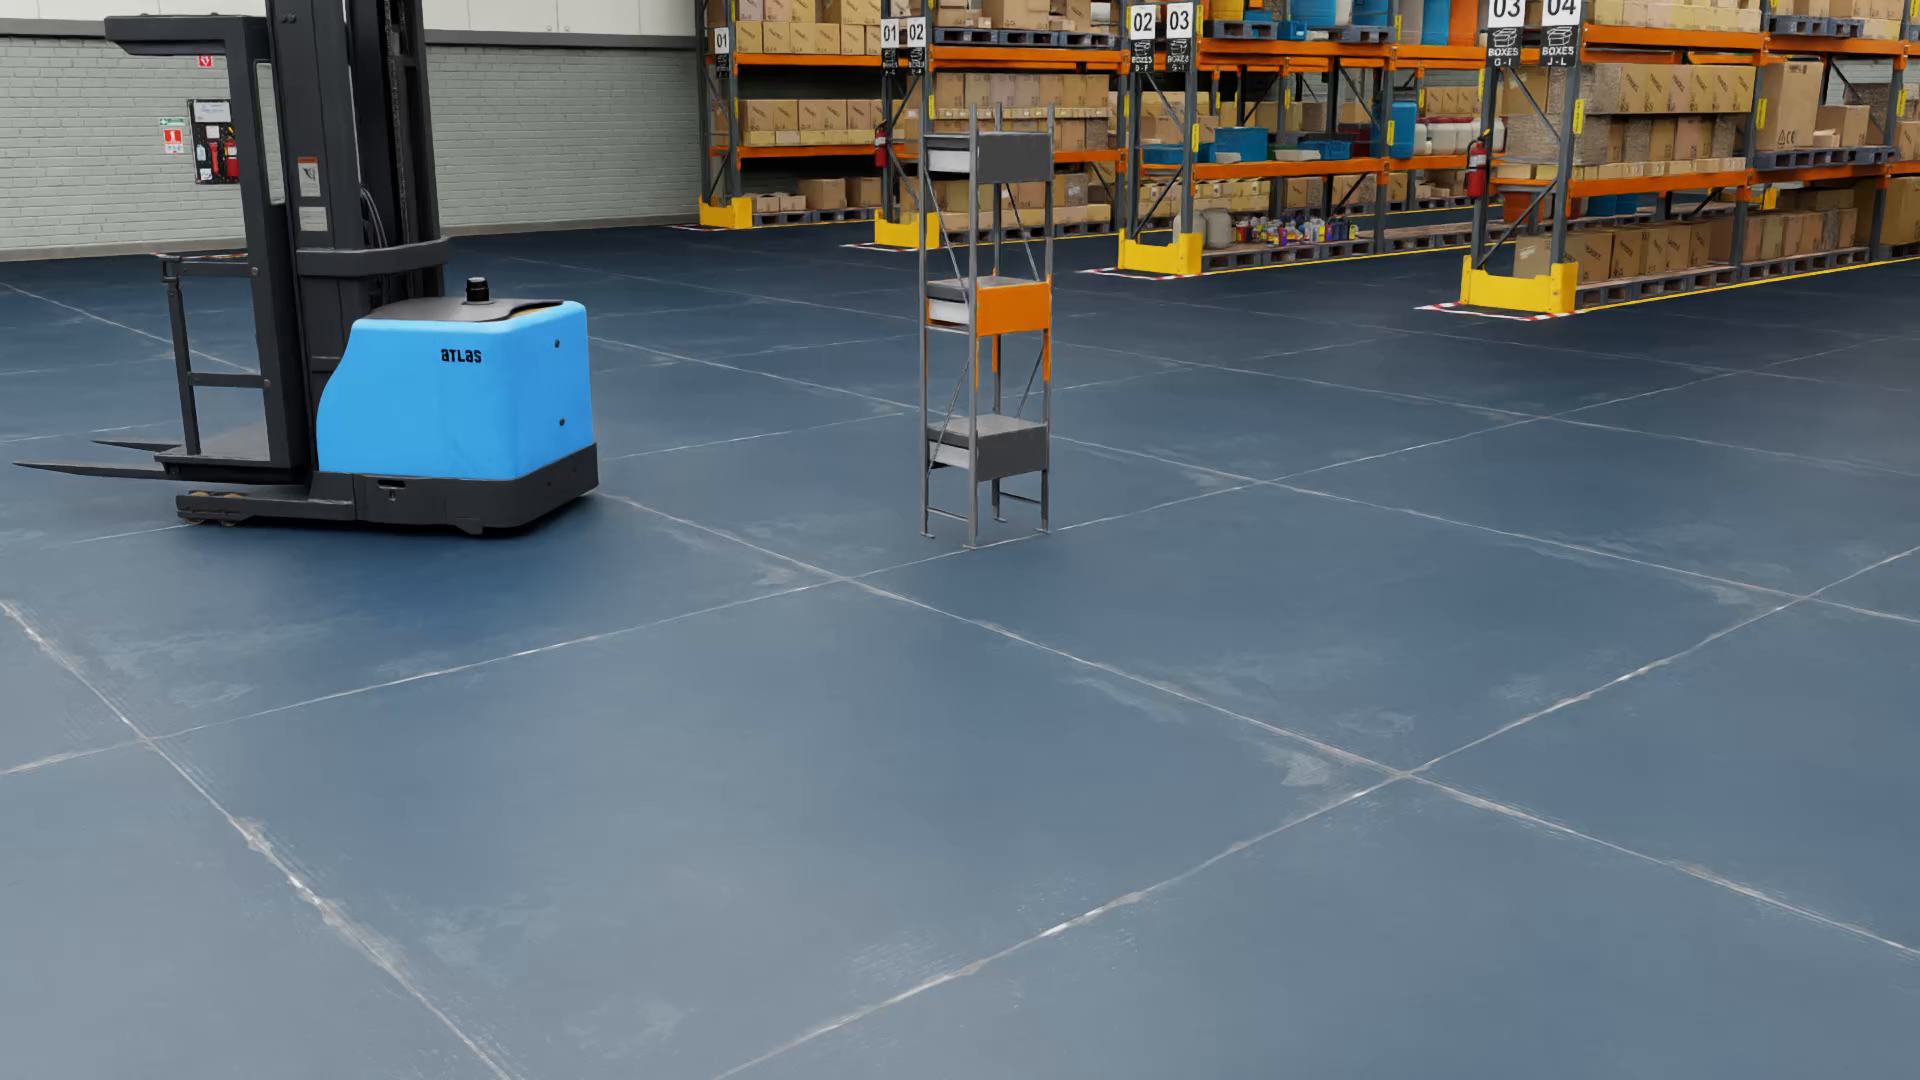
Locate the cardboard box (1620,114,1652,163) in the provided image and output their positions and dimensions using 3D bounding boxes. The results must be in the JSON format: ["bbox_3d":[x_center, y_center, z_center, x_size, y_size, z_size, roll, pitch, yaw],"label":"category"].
[{"bbox_3d":[6.871,-4.325,17.861,0.500,0.500,0.875,-13,19,-39],"label":"cardboard box"}]

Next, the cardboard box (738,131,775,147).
[{"bbox_3d":[-3.444,-6.712,27.818,0.500,0.250,0.500,-13,20,-41],"label":"cardboard box"}]

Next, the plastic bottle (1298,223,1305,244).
[{"bbox_3d":[4.542,-4.076,22.130,0.097,0.271,0.097,0,15,0],"label":"plastic bottle"}]

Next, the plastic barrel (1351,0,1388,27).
[{"bbox_3d":[5.741,-7.323,23.069,0.708,0.901,0.600,-13,19,-39],"label":"plastic barrel"}]

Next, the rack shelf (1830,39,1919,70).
[{"bbox_3d":[13.278,-6.657,22.941,4.000,0.370,1.077,-13,19,-39],"label":"rack shelf"}]

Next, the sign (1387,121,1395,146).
[{"bbox_3d":[5.853,-5.528,22.596,0.005,0.325,0.100,-13,19,-39],"label":"sign"}]

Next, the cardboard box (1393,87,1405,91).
[{"bbox_3d":[8.498,-8.491,32.093,0.500,0.500,0.500,-13,19,-39],"label":"cardboard box"}]

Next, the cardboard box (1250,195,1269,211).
[{"bbox_3d":[5.032,-5.884,28.978,0.500,0.250,0.500,-12,19,-38],"label":"cardboard box"}]

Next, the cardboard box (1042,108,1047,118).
[{"bbox_3d":[1.228,-6.527,25.423,0.250,0.149,0.380,-12,19,-38],"label":"cardboard box"}]

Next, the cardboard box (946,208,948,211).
[{"bbox_3d":[-0.186,-4.900,25.297,0.500,0.250,0.500,-13,19,-39],"label":"cardboard box"}]

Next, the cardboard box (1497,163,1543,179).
[{"bbox_3d":[5.814,-3.828,17.257,0.250,0.149,0.380,-13,19,-39],"label":"cardboard box"}]

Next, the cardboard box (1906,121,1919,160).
[{"bbox_3d":[12.702,-5.382,22.392,0.500,0.500,0.500,-13,20,-41],"label":"cardboard box"}]

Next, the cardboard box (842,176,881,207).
[{"bbox_3d":[-1.760,-6.253,29.839,0.500,0.500,0.500,14,21,43],"label":"cardboard box"}]

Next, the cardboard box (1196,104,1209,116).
[{"bbox_3d":[4.849,-8.861,34.803,0.500,0.500,0.500,-13,20,-40],"label":"cardboard box"}]

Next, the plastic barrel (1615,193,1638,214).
[{"bbox_3d":[11.114,-5.959,27.997,0.708,0.901,0.600,-13,19,-39],"label":"plastic barrel"}]

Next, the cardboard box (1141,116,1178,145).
[{"bbox_3d":[3.239,-6.733,27.449,0.500,0.500,0.500,-11,18,-35],"label":"cardboard box"}]

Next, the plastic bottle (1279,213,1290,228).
[{"bbox_3d":[4.477,-4.348,22.996,0.185,0.351,0.144,-14,20,-42],"label":"plastic bottle"}]

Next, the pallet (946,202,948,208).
[{"bbox_3d":[-0.417,-6.217,31.115,1.213,0.211,1.003,-13,19,-39],"label":"pallet"}]

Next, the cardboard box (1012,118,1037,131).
[{"bbox_3d":[0.761,-6.178,25.373,0.500,0.500,0.700,-12,19,-38],"label":"cardboard box"}]

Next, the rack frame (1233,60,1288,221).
[{"bbox_3d":[5.269,-7.146,29.189,0.127,3.000,1.000,-13,19,-39],"label":"rack frame"}]

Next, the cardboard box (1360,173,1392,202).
[{"bbox_3d":[7.724,-6.607,31.162,0.500,0.500,0.500,-13,19,-39],"label":"cardboard box"}]

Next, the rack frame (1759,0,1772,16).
[{"bbox_3d":[8.752,-7.437,18.656,0.127,3.000,1.000,-13,19,-39],"label":"rack frame"}]

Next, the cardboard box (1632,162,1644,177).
[{"bbox_3d":[7.044,-3.955,17.730,0.250,0.149,0.380,-13,19,-39],"label":"cardboard box"}]

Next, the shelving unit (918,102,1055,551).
[{"bbox_3d":[0.125,-1.042,8.084,0.503,2.100,0.431,-13,19,-39],"label":"shelving unit"}]

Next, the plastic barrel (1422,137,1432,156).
[{"bbox_3d":[6.599,-5.631,23.785,0.301,0.262,0.301,0,15,0],"label":"plastic barrel"}]

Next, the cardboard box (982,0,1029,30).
[{"bbox_3d":[0.666,-7.787,24.497,0.500,0.500,0.500,-13,19,-39],"label":"cardboard box"}]

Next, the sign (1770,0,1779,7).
[{"bbox_3d":[9.114,-6.133,18.585,0.005,0.325,0.100,-13,19,-39],"label":"sign"}]

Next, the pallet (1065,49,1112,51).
[{"bbox_3d":[2.465,-9.587,32.881,1.003,0.211,1.213,-12,19,-37],"label":"pallet"}]

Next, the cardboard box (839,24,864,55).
[{"bbox_3d":[-2.005,-8.621,28.667,0.500,0.500,0.500,-14,20,-41],"label":"cardboard box"}]

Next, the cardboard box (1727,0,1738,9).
[{"bbox_3d":[8.302,-5.910,18.269,0.250,0.149,0.380,-14,20,-42],"label":"cardboard box"}]

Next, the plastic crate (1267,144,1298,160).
[{"bbox_3d":[4.291,-5.226,22.412,0.662,0.188,0.450,-13,19,-39],"label":"plastic crate"}]

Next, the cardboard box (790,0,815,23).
[{"bbox_3d":[-2.780,-8.927,27.874,0.500,0.500,0.500,-12,19,-38],"label":"cardboard box"}]

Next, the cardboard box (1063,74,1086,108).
[{"bbox_3d":[1.541,-6.981,25.864,0.500,0.500,0.700,-13,20,-39],"label":"cardboard box"}]

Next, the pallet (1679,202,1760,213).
[{"bbox_3d":[13.905,-6.057,30.515,1.213,0.211,1.003,-13,19,-39],"label":"pallet"}]

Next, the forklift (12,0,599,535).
[{"bbox_3d":[-3.547,-1.616,8.620,3.031,2.935,1.130,3,15,12],"label":"forklift"}]

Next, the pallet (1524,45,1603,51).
[{"bbox_3d":[9.159,-7.649,25.628,1.213,0.211,1.003,-13,19,-39],"label":"pallet"}]

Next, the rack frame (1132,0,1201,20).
[{"bbox_3d":[2.483,-7.724,19.729,0.127,3.000,1.000,-13,19,-39],"label":"rack frame"}]

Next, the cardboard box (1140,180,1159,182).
[{"bbox_3d":[3.135,-5.911,27.996,0.500,0.311,0.500,-13,20,-40],"label":"cardboard box"}]

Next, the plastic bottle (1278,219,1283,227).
[{"bbox_3d":[4.390,-4.277,22.885,0.097,0.271,0.097,0,15,0],"label":"plastic bottle"}]

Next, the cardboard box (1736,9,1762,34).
[{"bbox_3d":[8.579,-5.788,18.583,0.500,0.250,0.500,-12,19,-37],"label":"cardboard box"}]

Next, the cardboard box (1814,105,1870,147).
[{"bbox_3d":[11.033,-5.254,21.101,0.500,0.500,0.700,-9,18,-31],"label":"cardboard box"}]

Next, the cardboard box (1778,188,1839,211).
[{"bbox_3d":[10.890,-4.372,21.345,0.500,0.250,0.500,-10,18,-33],"label":"cardboard box"}]

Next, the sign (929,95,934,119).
[{"bbox_3d":[-0.406,-6.138,23.585,0.005,0.325,0.100,-13,19,-39],"label":"sign"}]

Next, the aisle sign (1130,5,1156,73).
[{"bbox_3d":[2.233,-6.127,20.338,0.004,0.787,0.394,-13,19,-39],"label":"aisle sign"}]

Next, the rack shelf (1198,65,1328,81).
[{"bbox_3d":[6.541,-10.227,36.308,4.000,0.370,1.077,-13,19,-39],"label":"rack shelf"}]

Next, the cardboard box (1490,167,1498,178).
[{"bbox_3d":[11.056,-7.366,34.004,0.500,0.500,0.500,-13,19,-39],"label":"cardboard box"}]

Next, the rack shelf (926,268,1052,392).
[{"bbox_3d":[0.125,-1.029,8.088,0.480,0.518,0.431,-13,19,-39],"label":"rack shelf"}]

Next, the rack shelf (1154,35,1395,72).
[{"bbox_3d":[3.992,-6.266,21.477,4.000,0.370,1.077,-13,19,-39],"label":"rack shelf"}]

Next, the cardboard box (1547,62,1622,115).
[{"bbox_3d":[6.328,-4.576,16.863,0.500,0.500,0.500,-13,19,-39],"label":"cardboard box"}]

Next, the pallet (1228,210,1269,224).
[{"bbox_3d":[4.622,-5.667,29.055,1.213,0.211,1.003,-13,19,-39],"label":"pallet"}]

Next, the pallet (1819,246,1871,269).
[{"bbox_3d":[11.179,-3.737,21.832,1.213,0.211,1.003,-13,19,-39],"label":"pallet"}]
